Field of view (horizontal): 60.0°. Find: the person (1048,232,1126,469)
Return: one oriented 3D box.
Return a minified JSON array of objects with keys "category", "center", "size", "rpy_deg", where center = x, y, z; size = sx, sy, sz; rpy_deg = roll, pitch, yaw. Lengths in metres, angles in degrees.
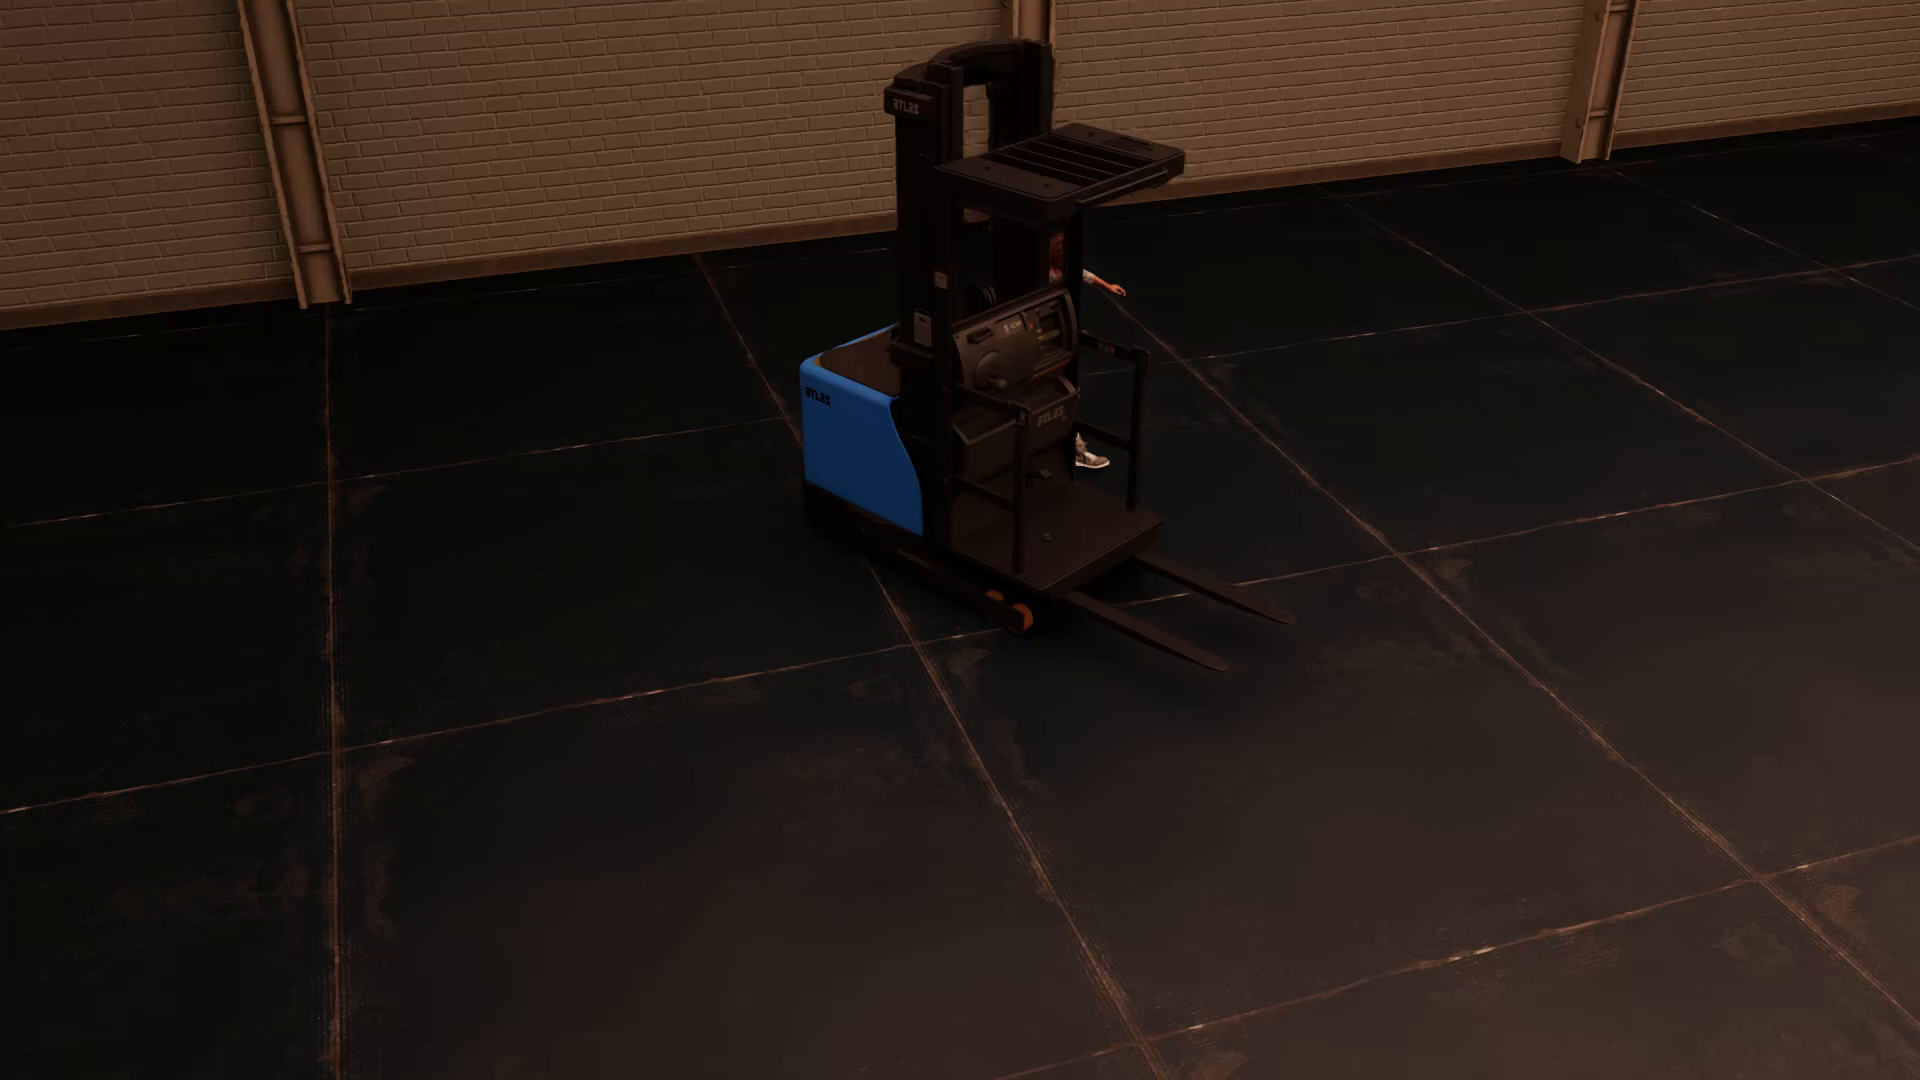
[{"category":"person","center":[0.718,-1.344,10.983],"size":[0.867,1.410,1.073],"rpy_deg":[10,31,17]}]

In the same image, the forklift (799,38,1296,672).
[{"category":"forklift","center":[0.461,-1.052,8.916],"size":[3.031,2.935,1.130],"rpy_deg":[25,38,37]}]
